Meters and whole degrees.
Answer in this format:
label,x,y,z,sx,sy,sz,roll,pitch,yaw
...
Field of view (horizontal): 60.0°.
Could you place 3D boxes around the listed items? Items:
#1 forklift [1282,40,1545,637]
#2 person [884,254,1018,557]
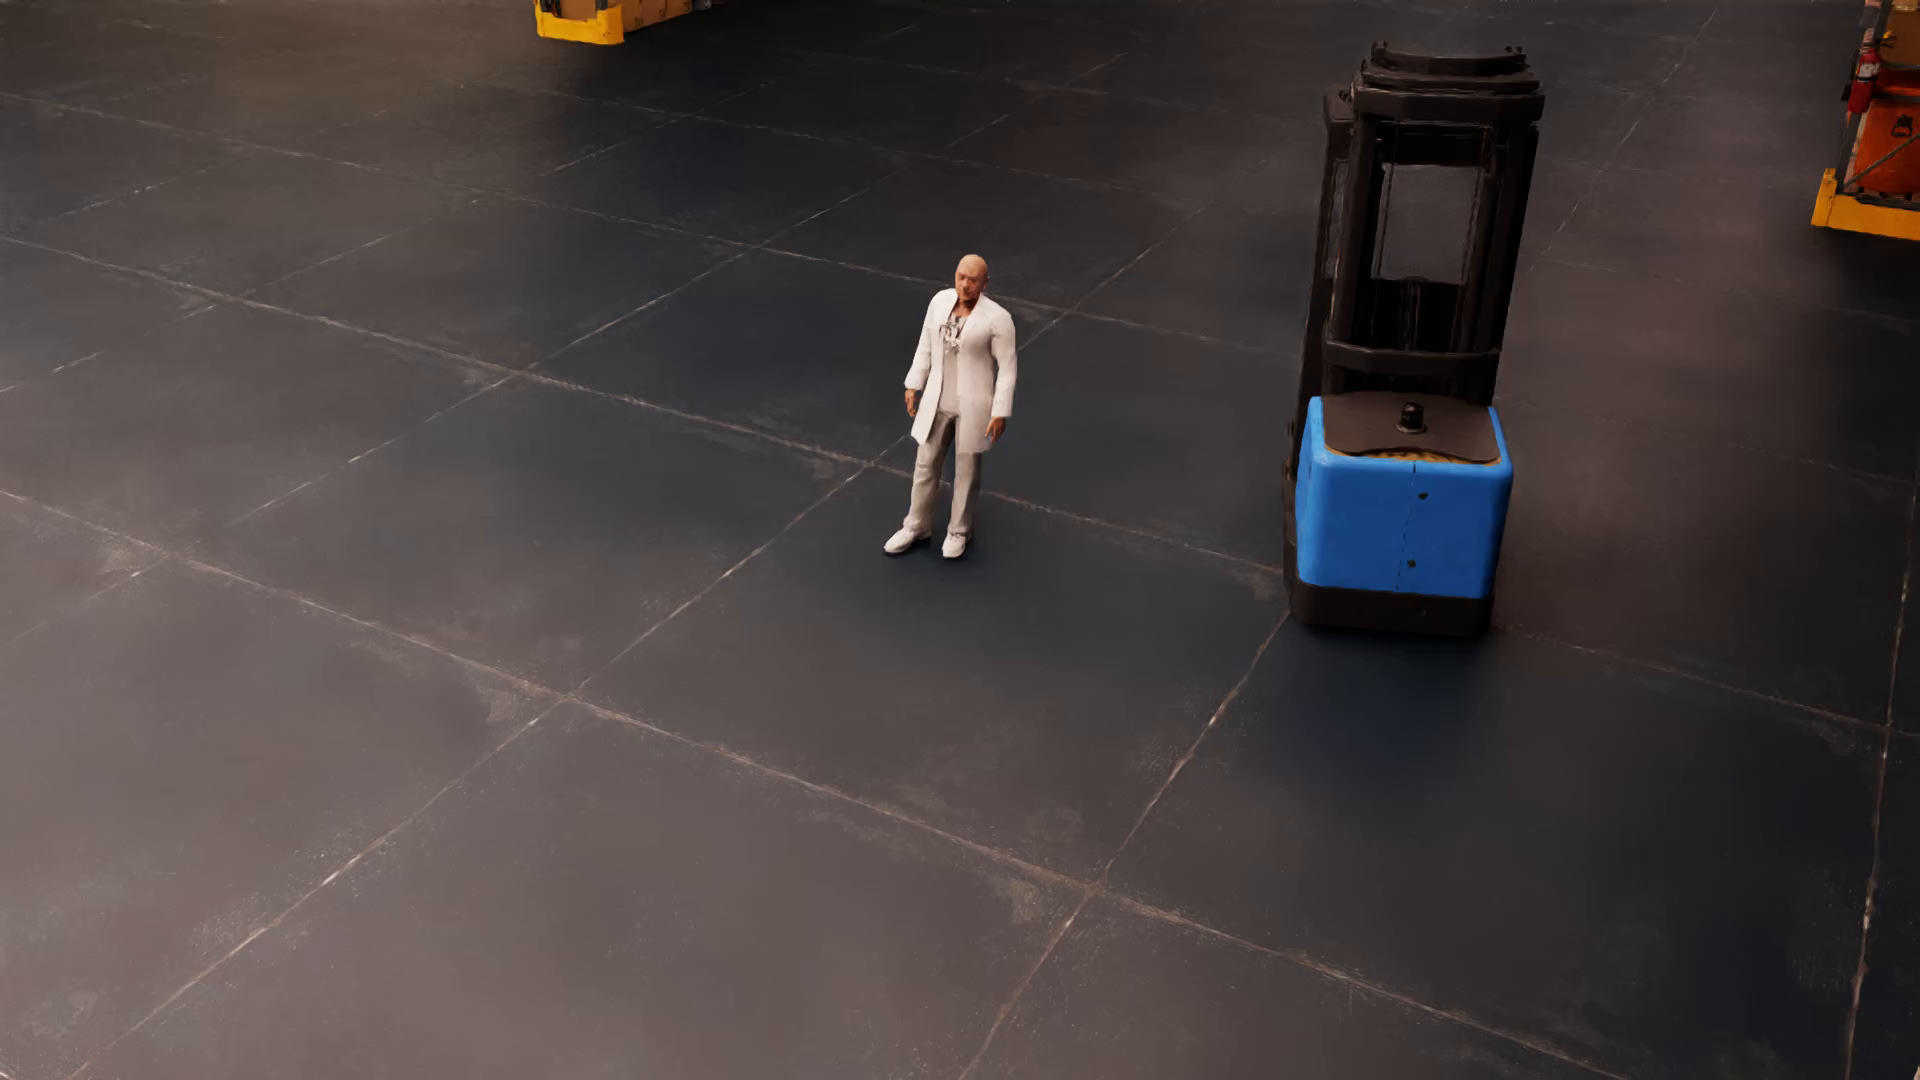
label,x,y,z,sx,sy,sz,roll,pitch,yaw
forklift,2.566,-1.463,9.606,1.130,2.935,3.031,4,30,8
person,-0.048,-0.737,9.488,0.694,1.776,0.579,15,33,25
